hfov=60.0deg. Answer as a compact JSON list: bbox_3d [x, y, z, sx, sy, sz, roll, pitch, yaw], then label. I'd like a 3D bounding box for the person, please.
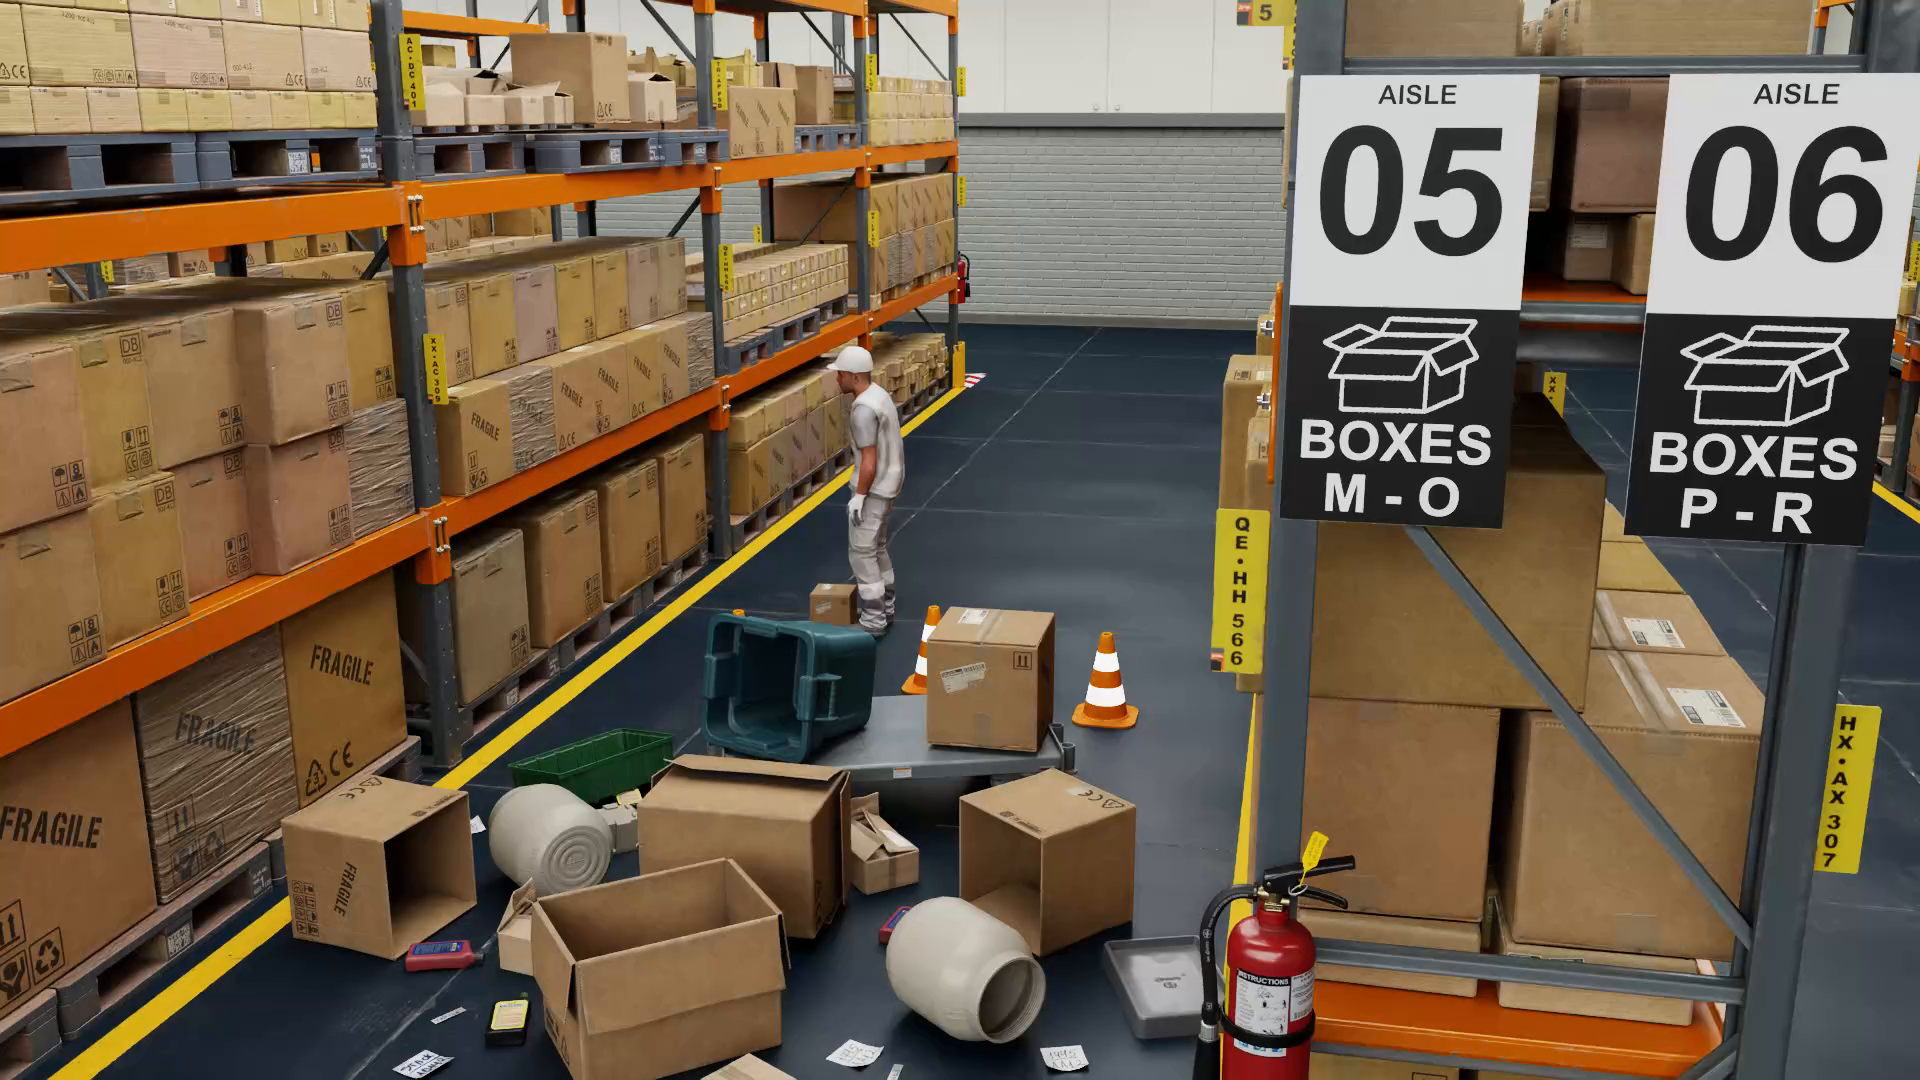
[{"bbox_3d":[-0.567,-0.295,10.124,0.452,1.778,0.613,2,15,8],"label":"person"}]
